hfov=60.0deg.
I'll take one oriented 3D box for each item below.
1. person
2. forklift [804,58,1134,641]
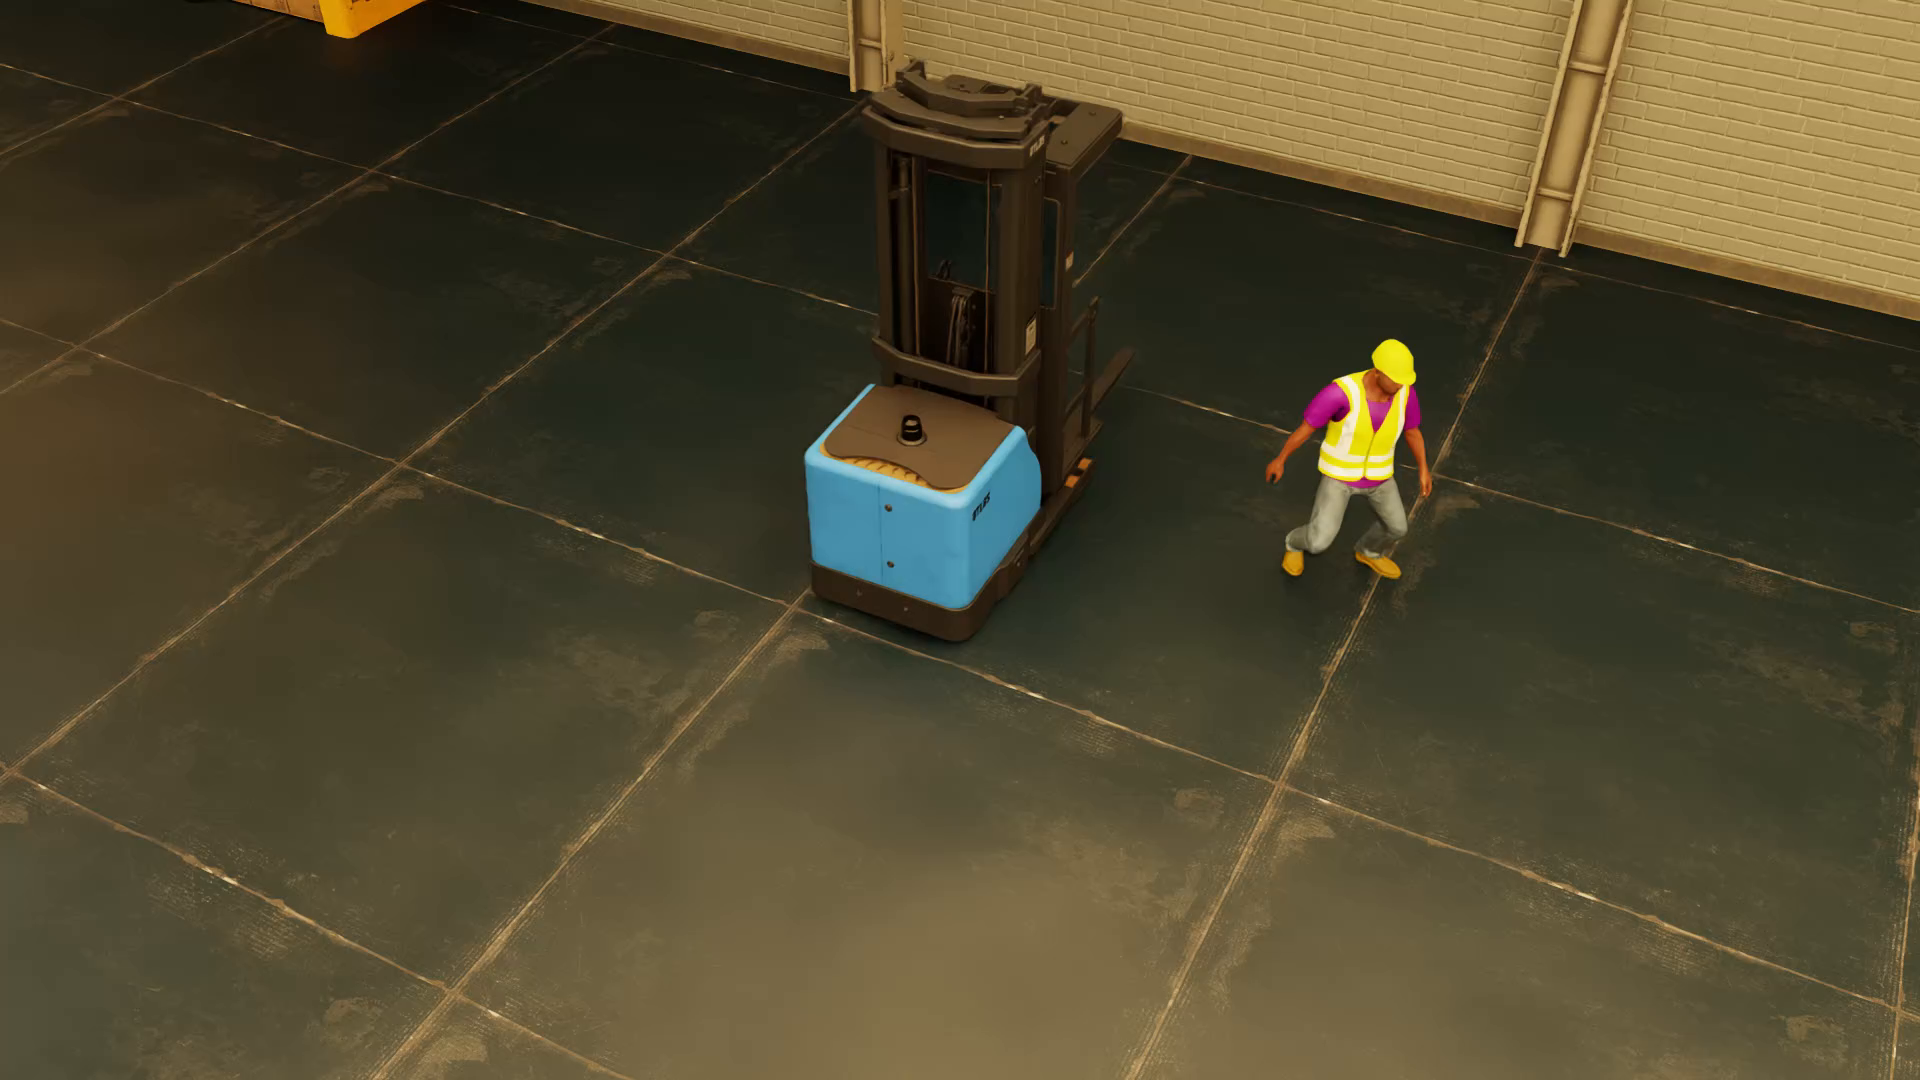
[{"bbox_3d":[2.233,-0.414,9.461,0.947,1.679,0.493,-4,40,-5],"label":"person"},{"bbox_3d":[0.227,-1.488,9.753,1.130,2.935,3.031,18,43,20],"label":"forklift"}]
